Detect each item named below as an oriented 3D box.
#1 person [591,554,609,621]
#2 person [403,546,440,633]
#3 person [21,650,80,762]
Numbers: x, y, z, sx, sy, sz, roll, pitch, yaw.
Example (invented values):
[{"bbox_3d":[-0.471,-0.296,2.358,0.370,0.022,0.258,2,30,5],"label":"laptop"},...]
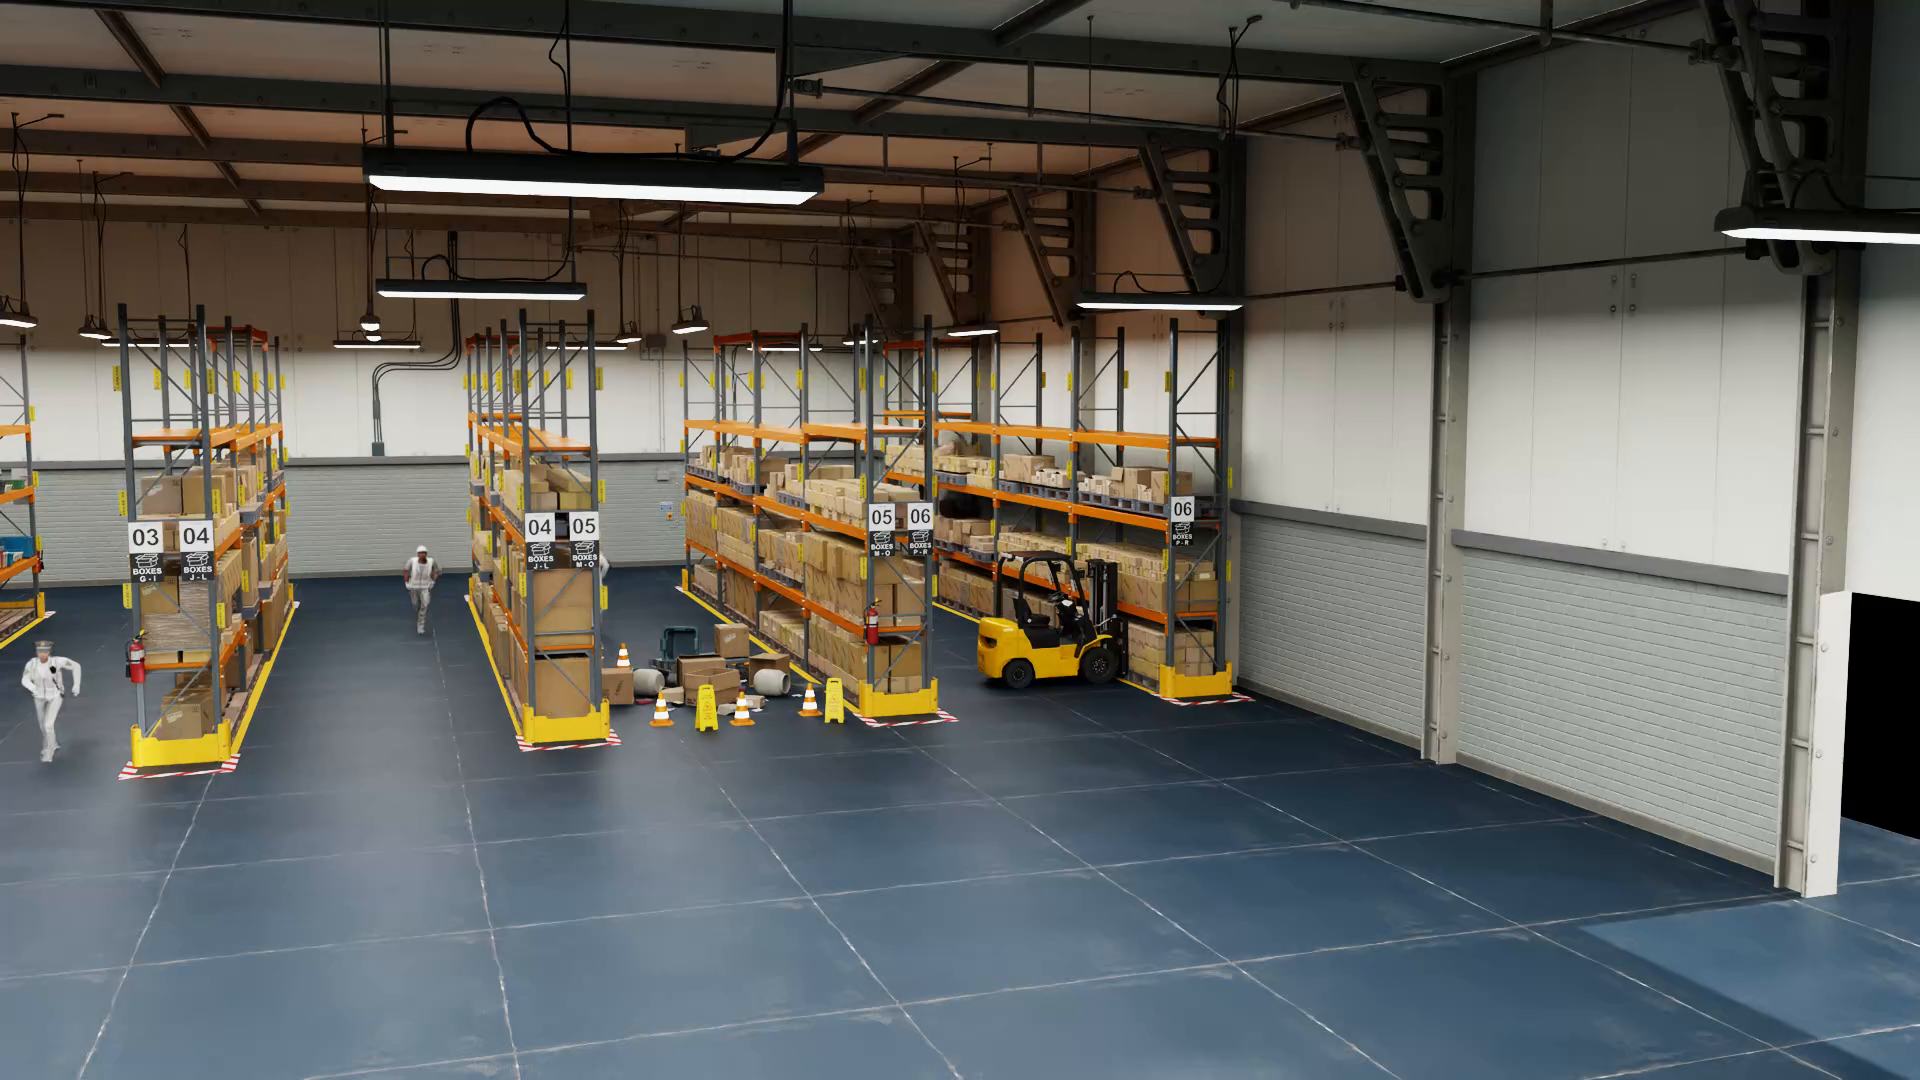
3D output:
[{"bbox_3d":[-7.585,0.838,34.183,0.688,1.675,0.681,-2,6,-19],"label":"person"},{"bbox_3d":[-10.865,0.977,33.573,0.697,1.758,0.829,-2,6,-16],"label":"person"},{"bbox_3d":[-12.006,2.157,22.006,0.653,1.662,0.778,-1,5,-8],"label":"person"}]
